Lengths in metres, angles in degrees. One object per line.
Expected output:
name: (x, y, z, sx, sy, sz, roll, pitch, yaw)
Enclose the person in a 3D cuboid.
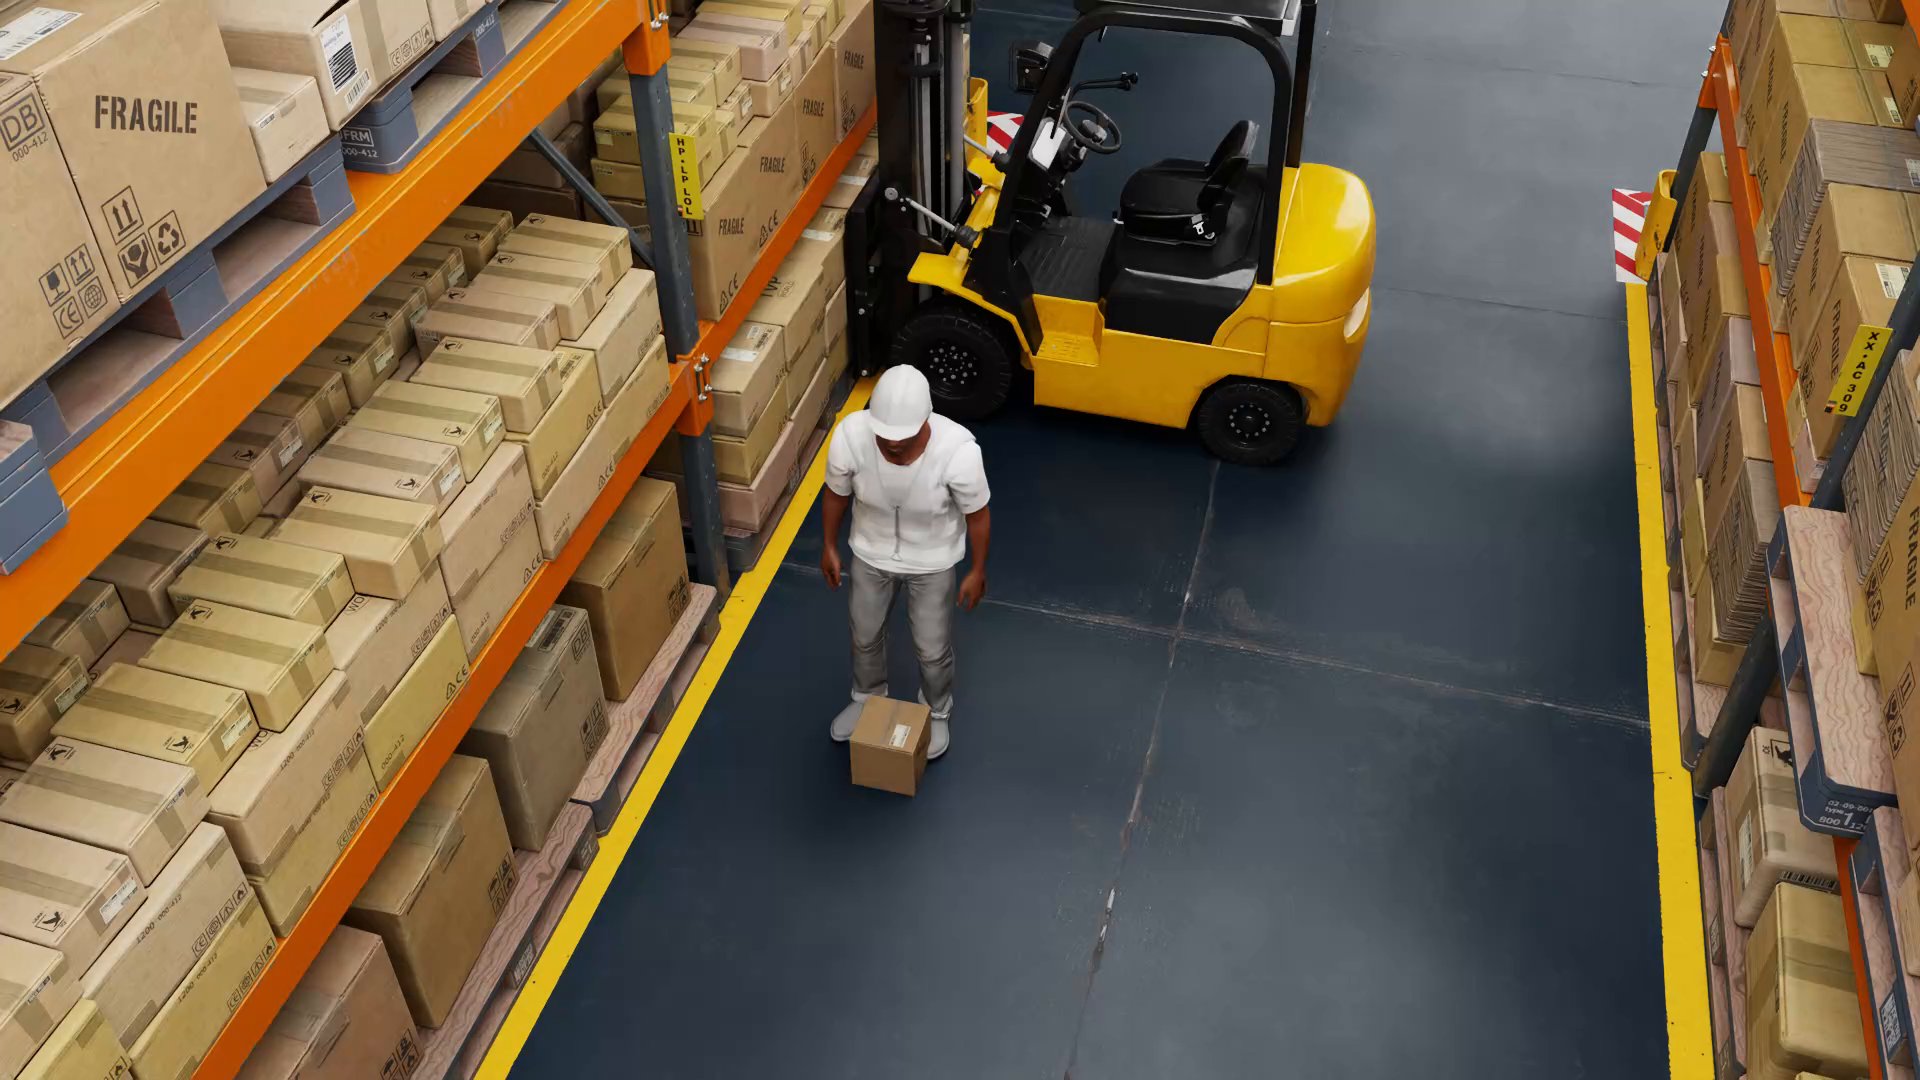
person: (-0.216, 0.079, 6.052, 0.628, 1.761, 0.457, 11, 42, 12)
